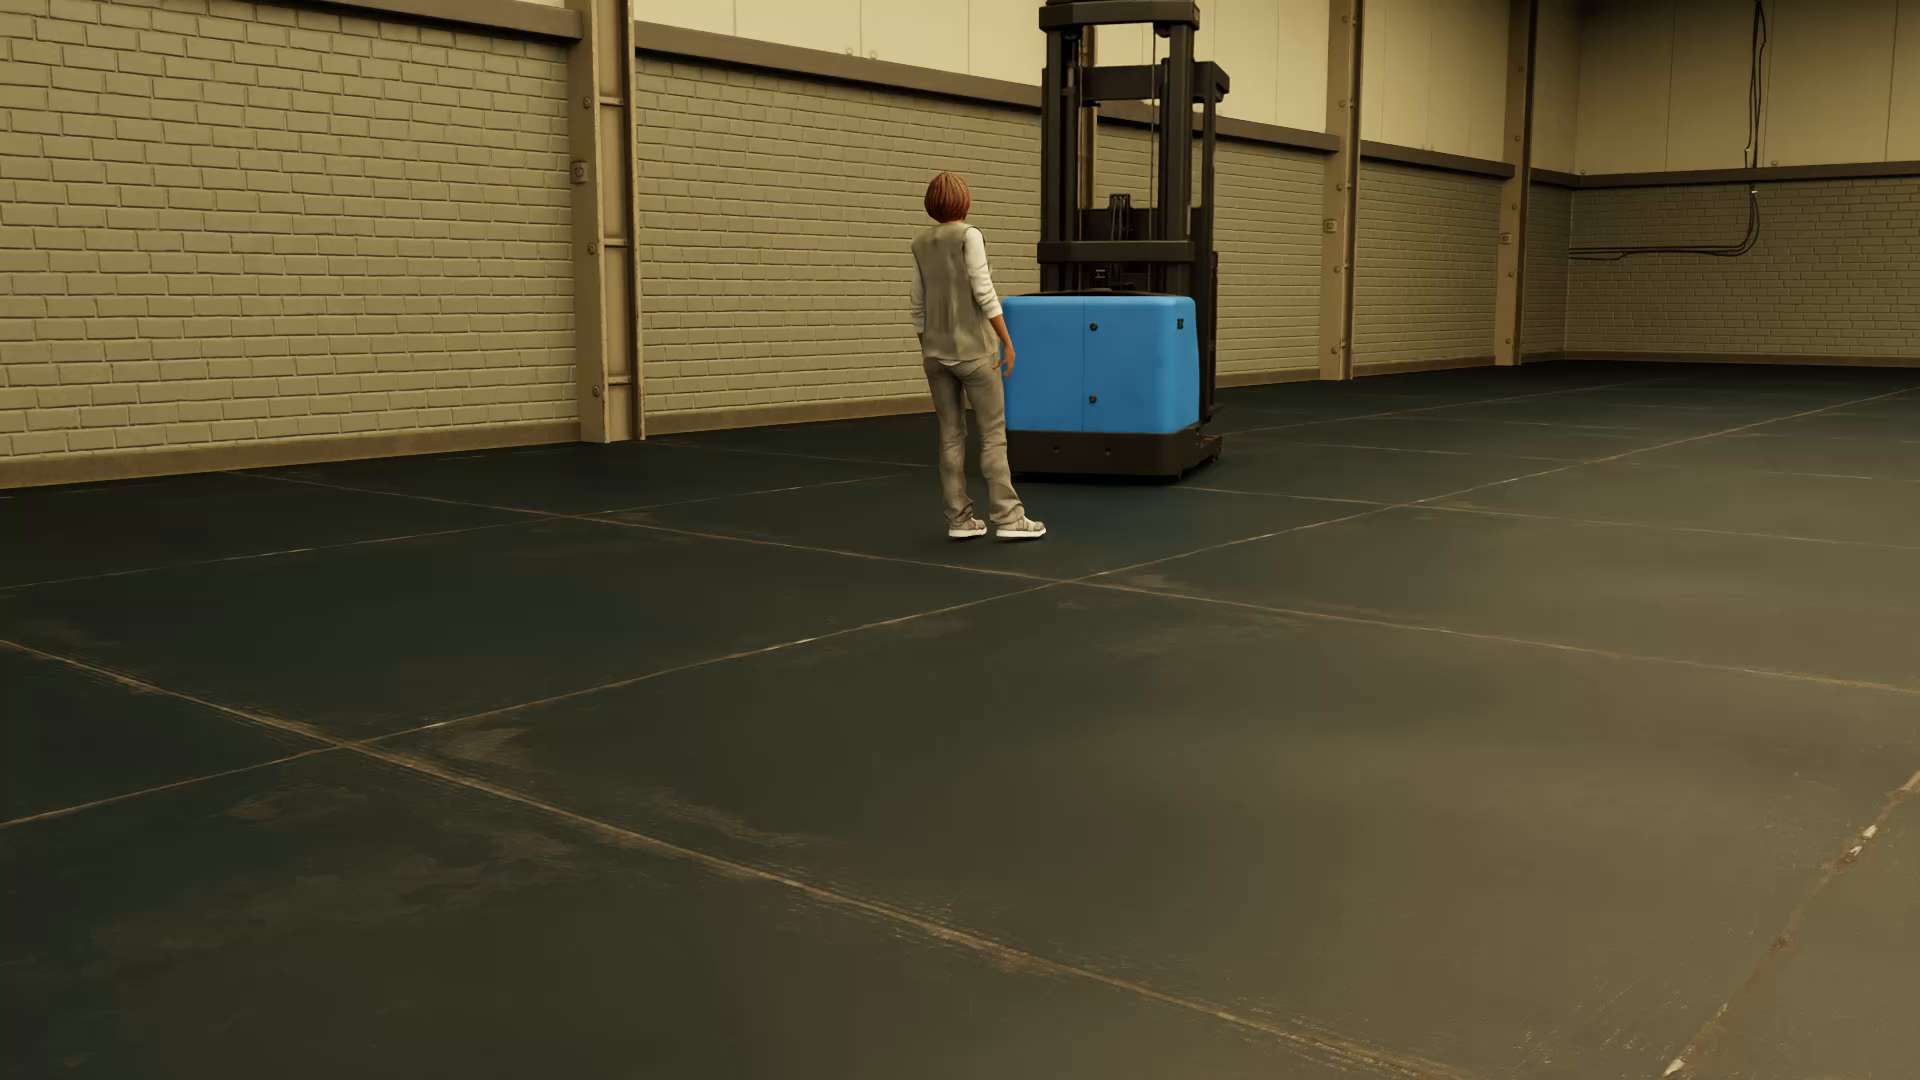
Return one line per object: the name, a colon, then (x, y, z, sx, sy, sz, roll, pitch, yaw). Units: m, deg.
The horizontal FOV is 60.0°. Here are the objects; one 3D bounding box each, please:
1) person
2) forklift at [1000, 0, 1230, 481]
person: (0.058, -0.804, 7.337, 0.521, 1.599, 0.473, 7, 11, 38)
forklift: (1.118, -1.967, 10.724, 1.130, 2.935, 3.031, 2, 9, 16)
